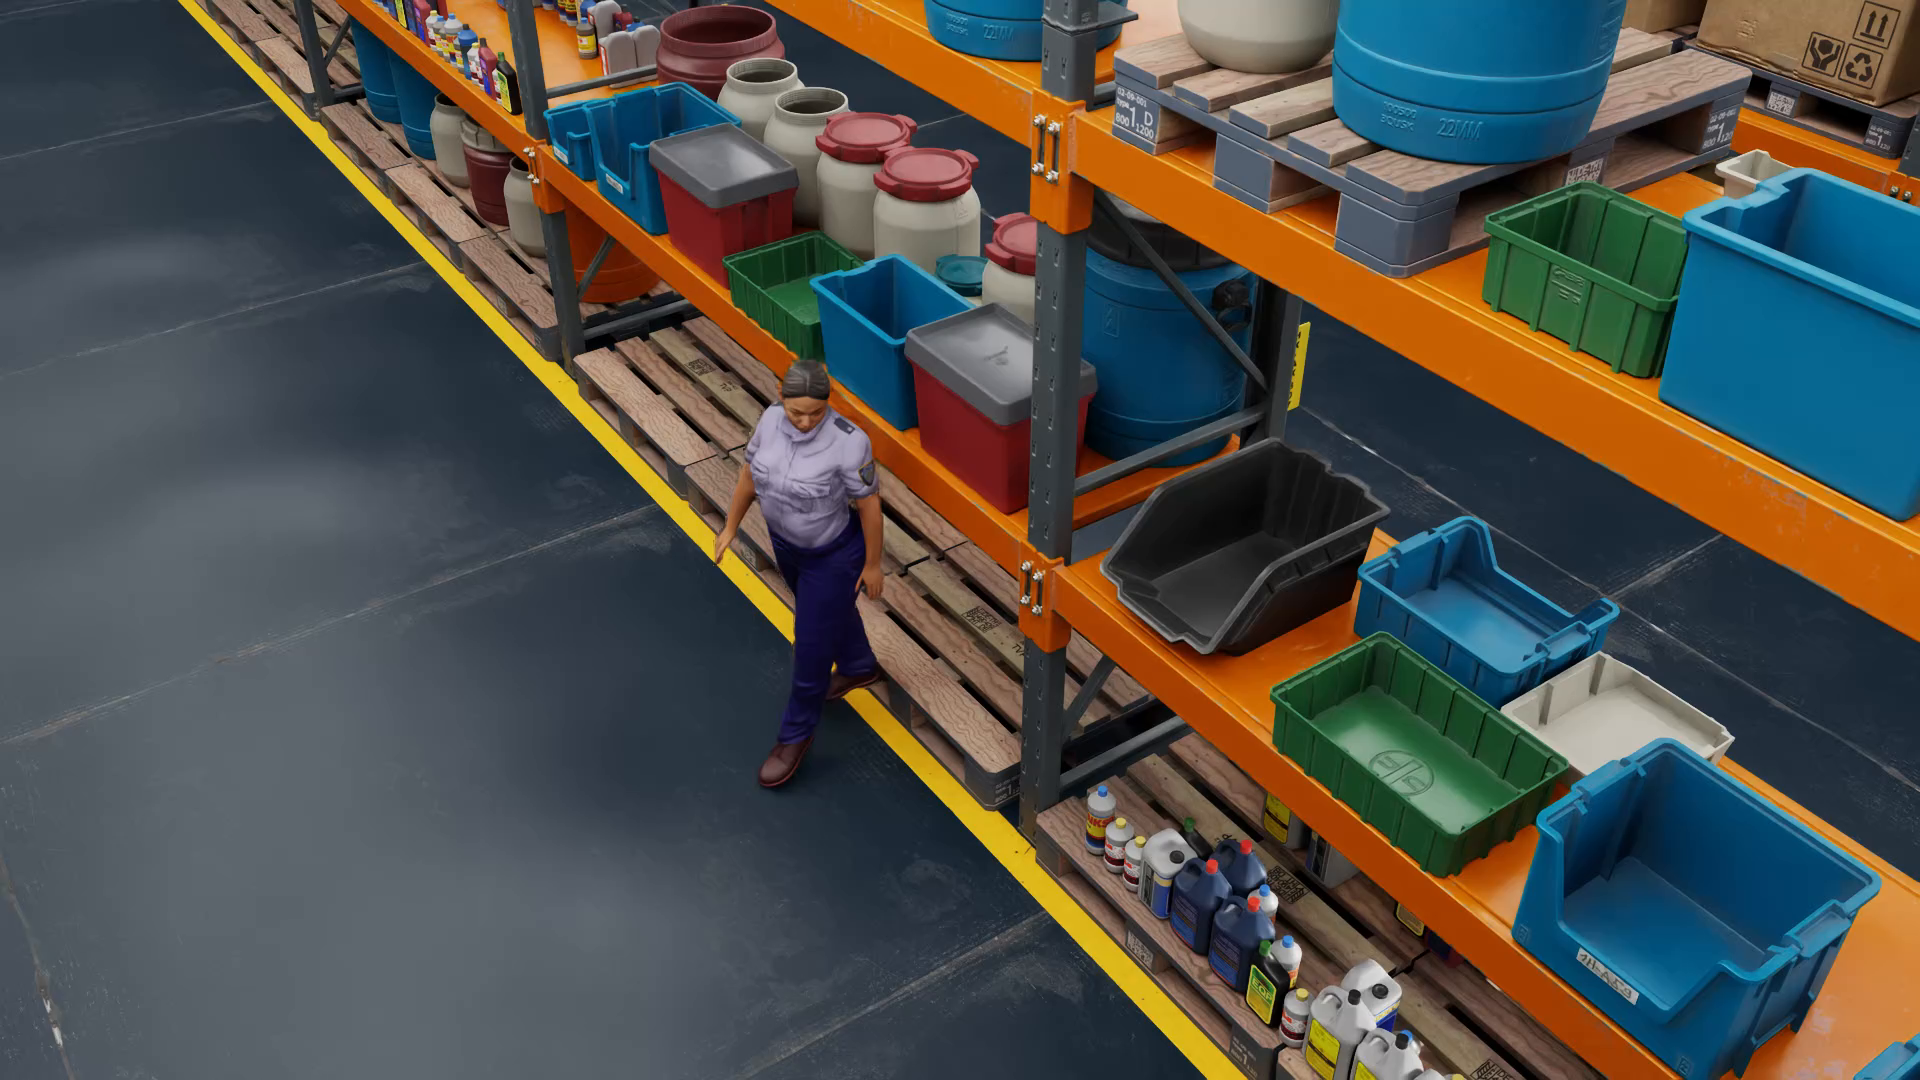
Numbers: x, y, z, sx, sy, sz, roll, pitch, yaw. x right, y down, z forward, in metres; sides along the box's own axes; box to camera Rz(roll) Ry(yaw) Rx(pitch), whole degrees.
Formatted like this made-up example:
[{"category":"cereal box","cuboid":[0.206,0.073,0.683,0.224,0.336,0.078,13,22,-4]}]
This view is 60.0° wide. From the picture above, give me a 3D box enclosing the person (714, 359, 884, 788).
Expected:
[{"category":"person","cuboid":[-0.586,0.065,6.015,0.699,1.652,0.580,-30,46,-34]}]
